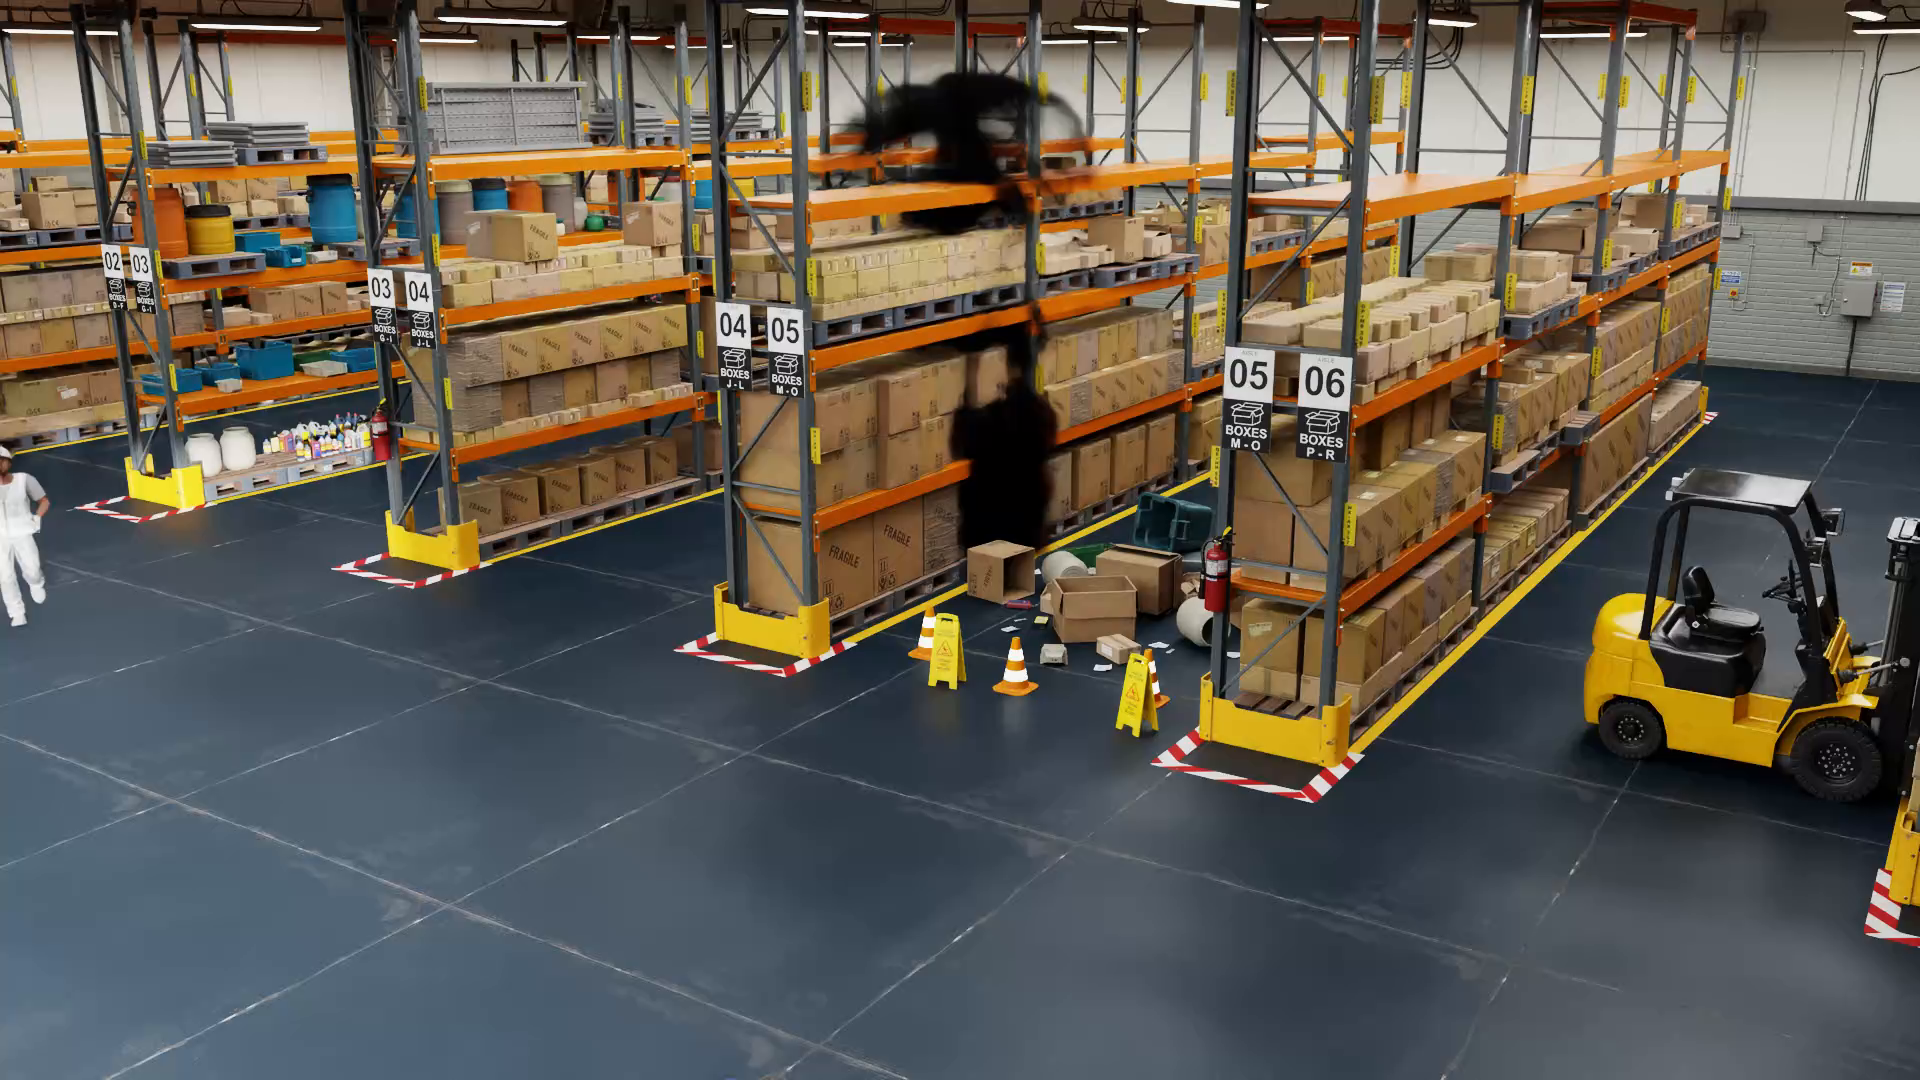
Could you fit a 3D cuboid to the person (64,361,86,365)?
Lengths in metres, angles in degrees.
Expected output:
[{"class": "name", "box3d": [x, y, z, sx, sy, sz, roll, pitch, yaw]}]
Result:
[{"class": "person", "box3d": [-14.154, -2.940, 26.609, 0.579, 1.643, 0.966, 9, 18, 29]}]

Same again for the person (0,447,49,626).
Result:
[{"class": "person", "box3d": [-9.254, -0.060, 16.213, 0.720, 1.735, 0.643, -7, 17, -24]}]
